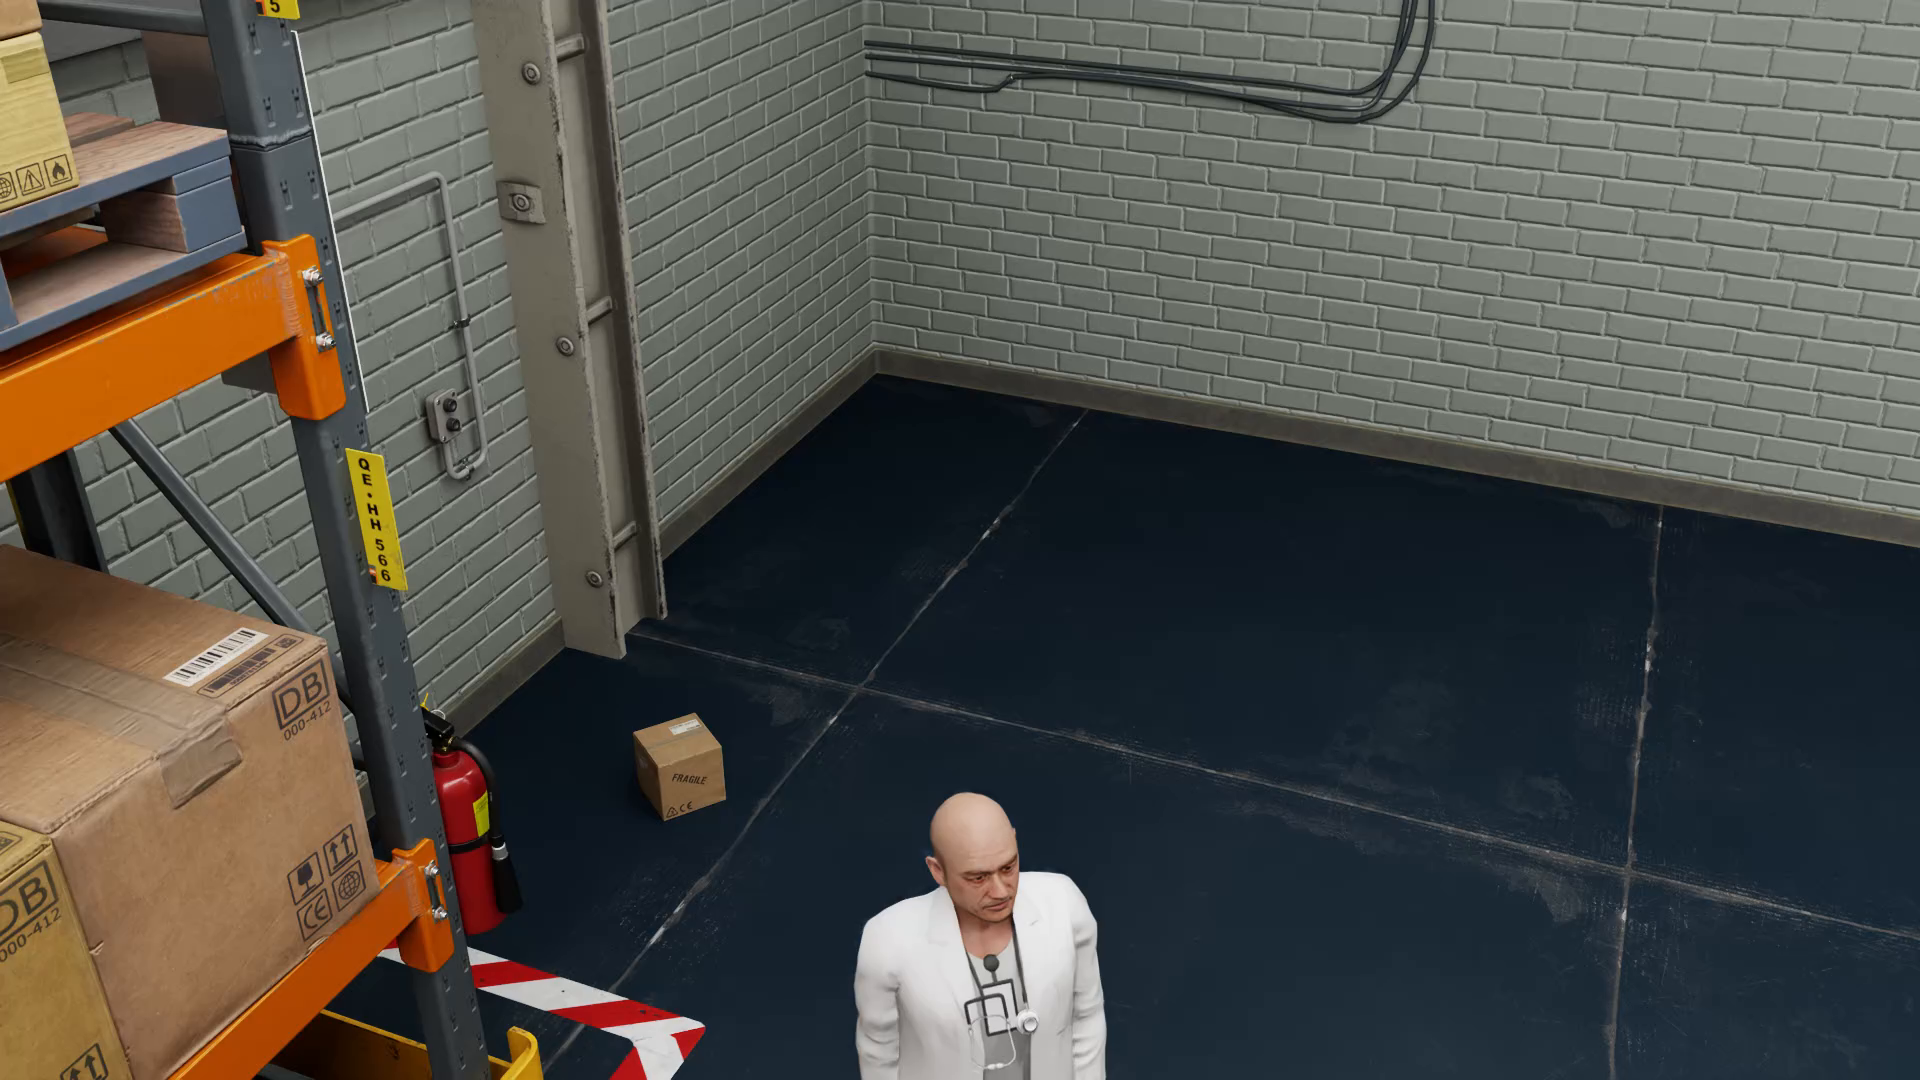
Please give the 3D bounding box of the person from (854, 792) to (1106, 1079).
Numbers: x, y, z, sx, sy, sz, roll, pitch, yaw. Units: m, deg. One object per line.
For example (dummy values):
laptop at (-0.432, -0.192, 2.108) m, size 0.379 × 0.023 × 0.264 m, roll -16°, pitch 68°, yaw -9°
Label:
person at (0.052, 1.298, 3.783) m, size 0.564 × 1.762 × 0.698 m, roll -8°, pitch 30°, yaw -15°
